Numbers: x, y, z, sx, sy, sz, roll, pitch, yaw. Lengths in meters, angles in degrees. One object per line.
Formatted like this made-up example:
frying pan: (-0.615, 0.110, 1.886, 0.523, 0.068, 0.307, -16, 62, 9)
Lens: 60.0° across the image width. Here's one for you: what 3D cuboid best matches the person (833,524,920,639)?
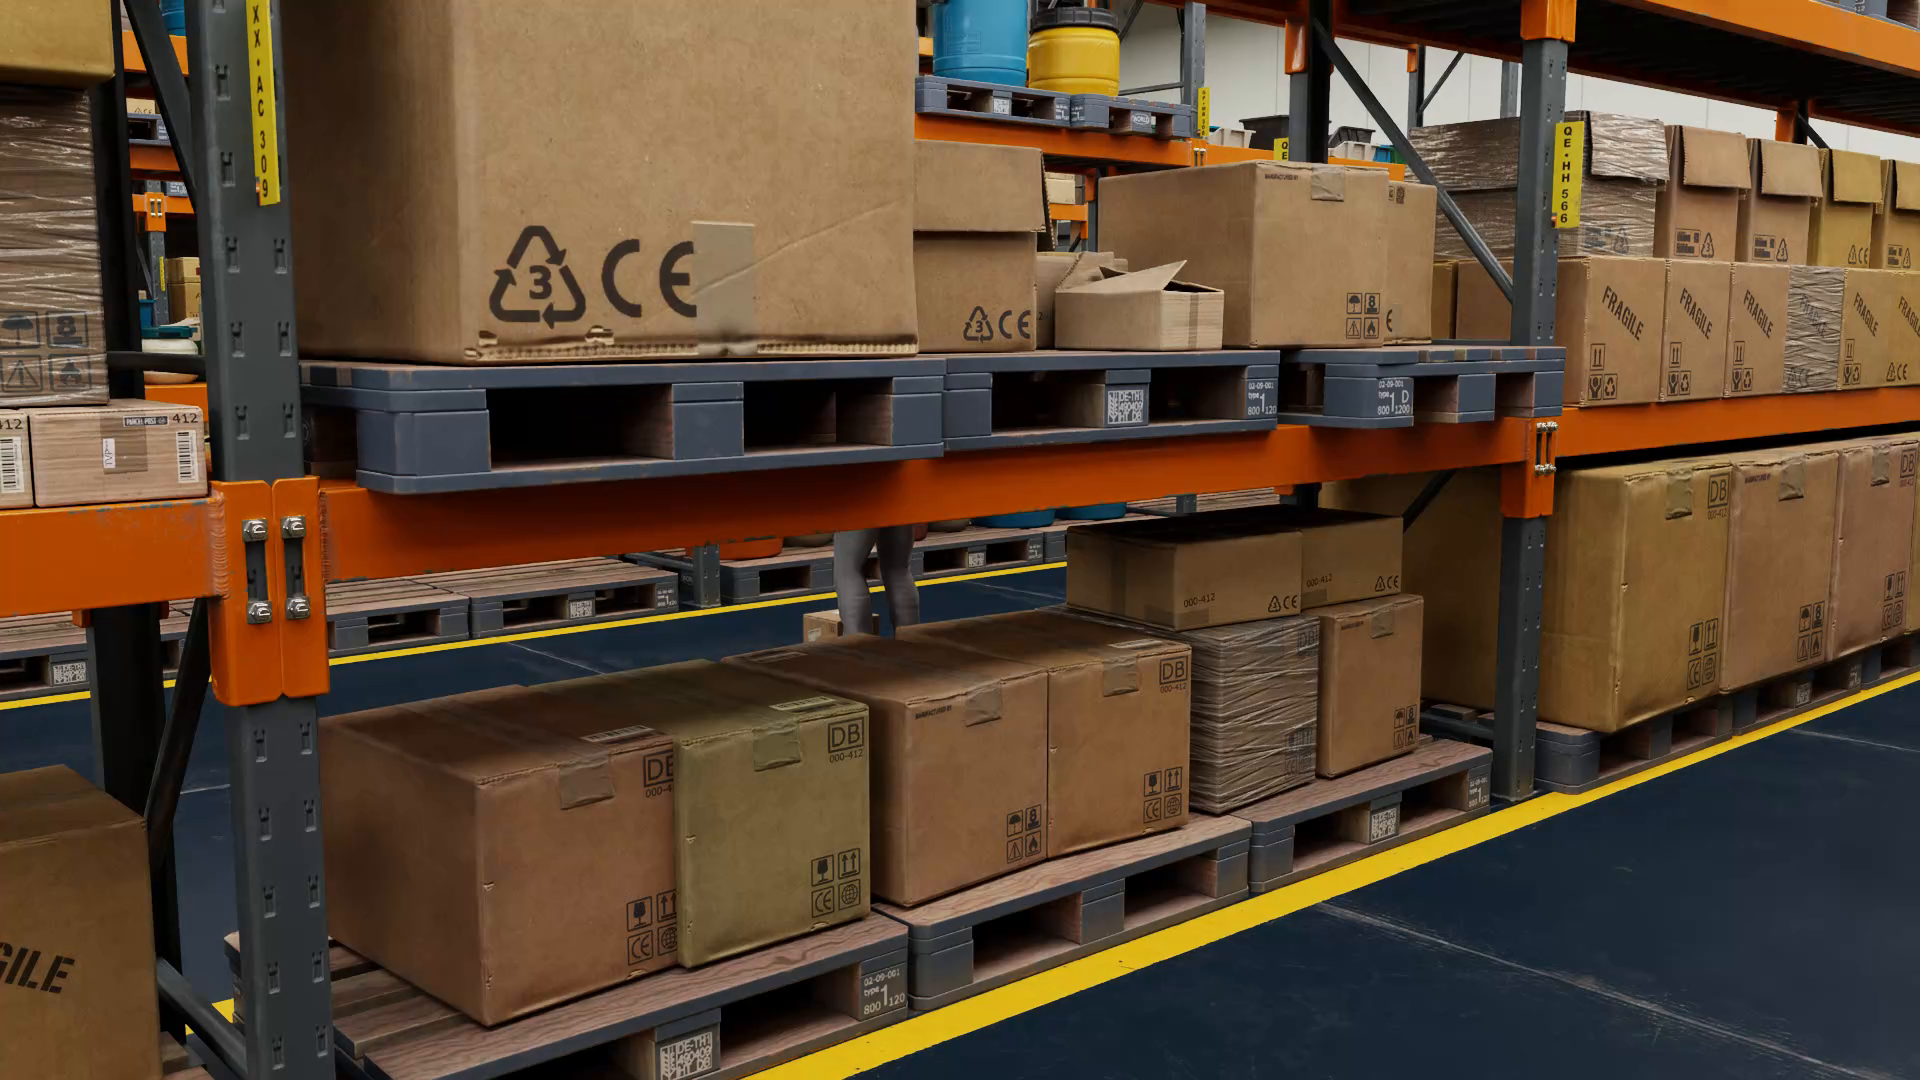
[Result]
person: (-0.394, -0.211, 7.389, 0.530, 1.660, 0.428, -7, 11, -44)
